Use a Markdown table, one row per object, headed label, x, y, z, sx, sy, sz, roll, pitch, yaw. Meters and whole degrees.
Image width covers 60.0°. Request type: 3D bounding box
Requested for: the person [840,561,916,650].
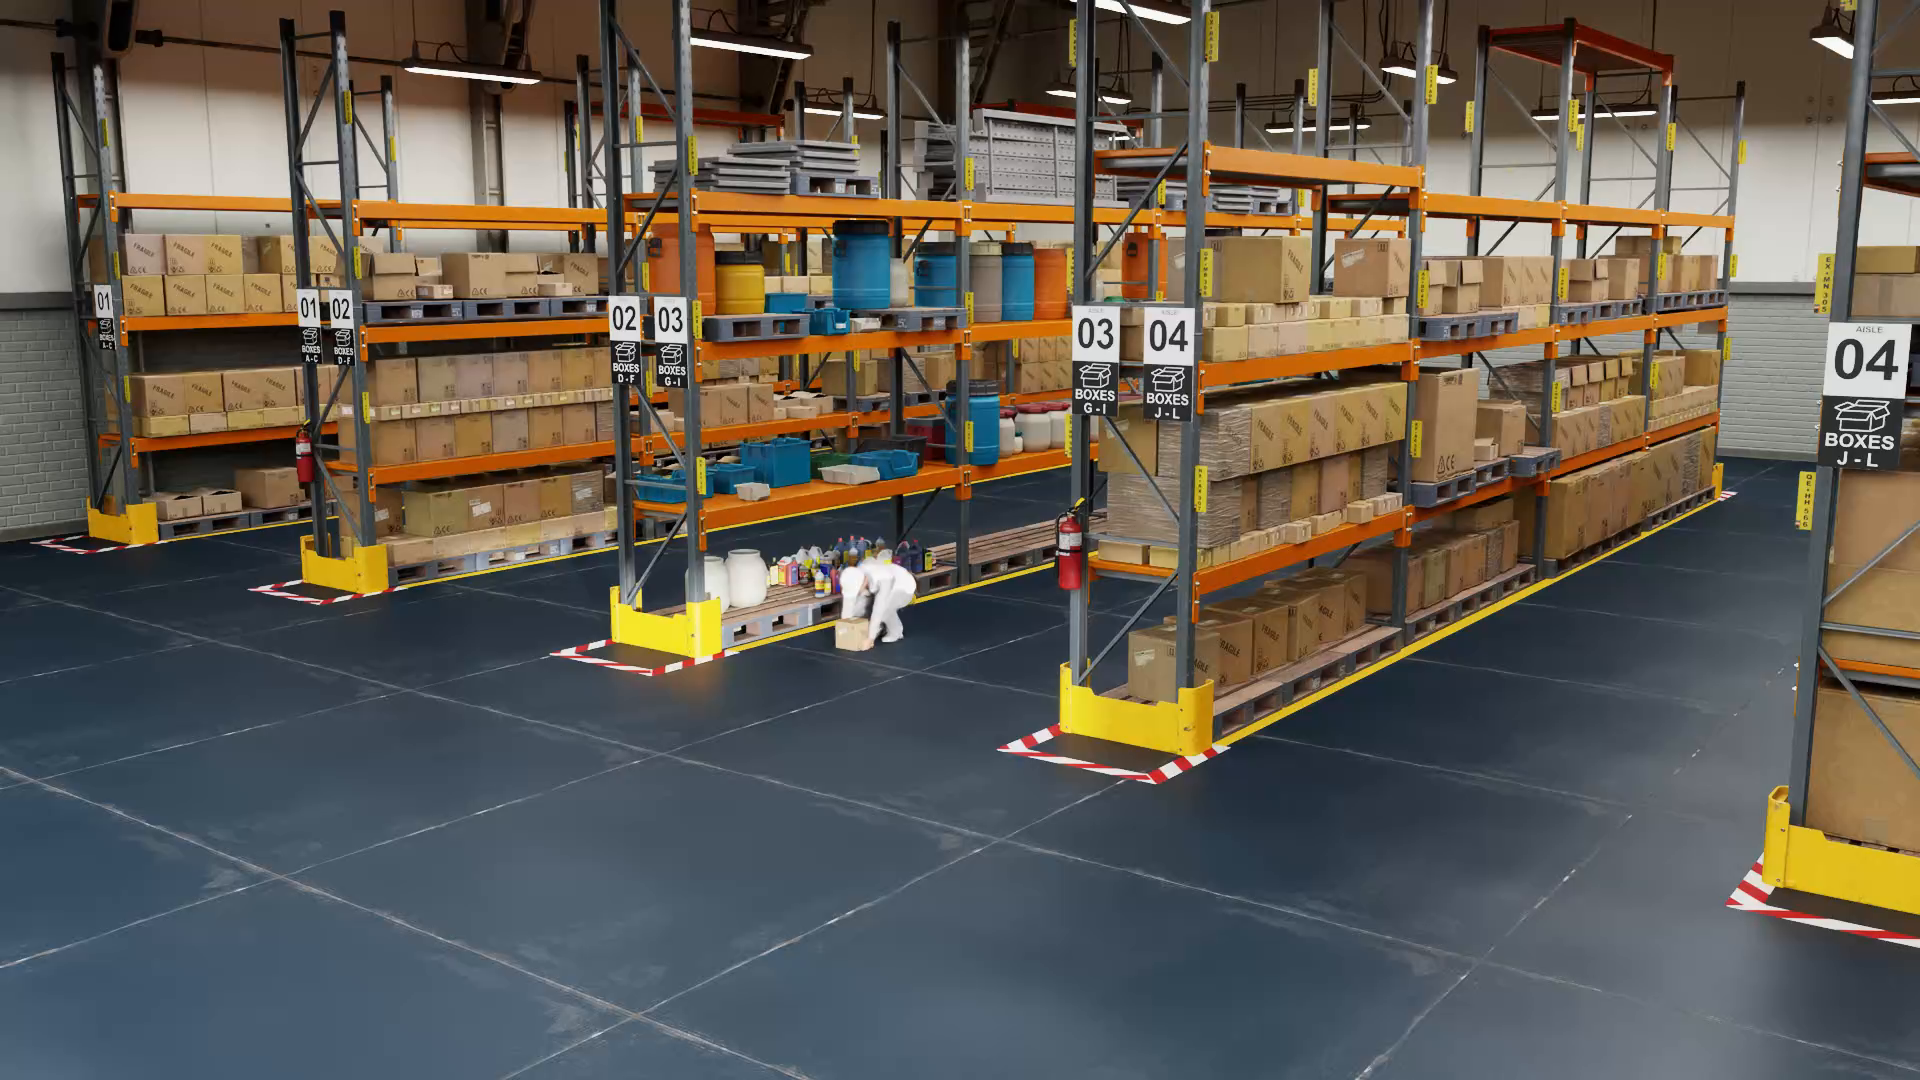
| label | x | y | z | sx | sy | sz | roll | pitch | yaw |
| --- | --- | --- | --- | --- | --- | --- | --- | --- | --- |
| person | -0.803 | 0.591 | 15.471 | 0.509 | 0.820 | 0.974 | 7 | 12 | 35 |
